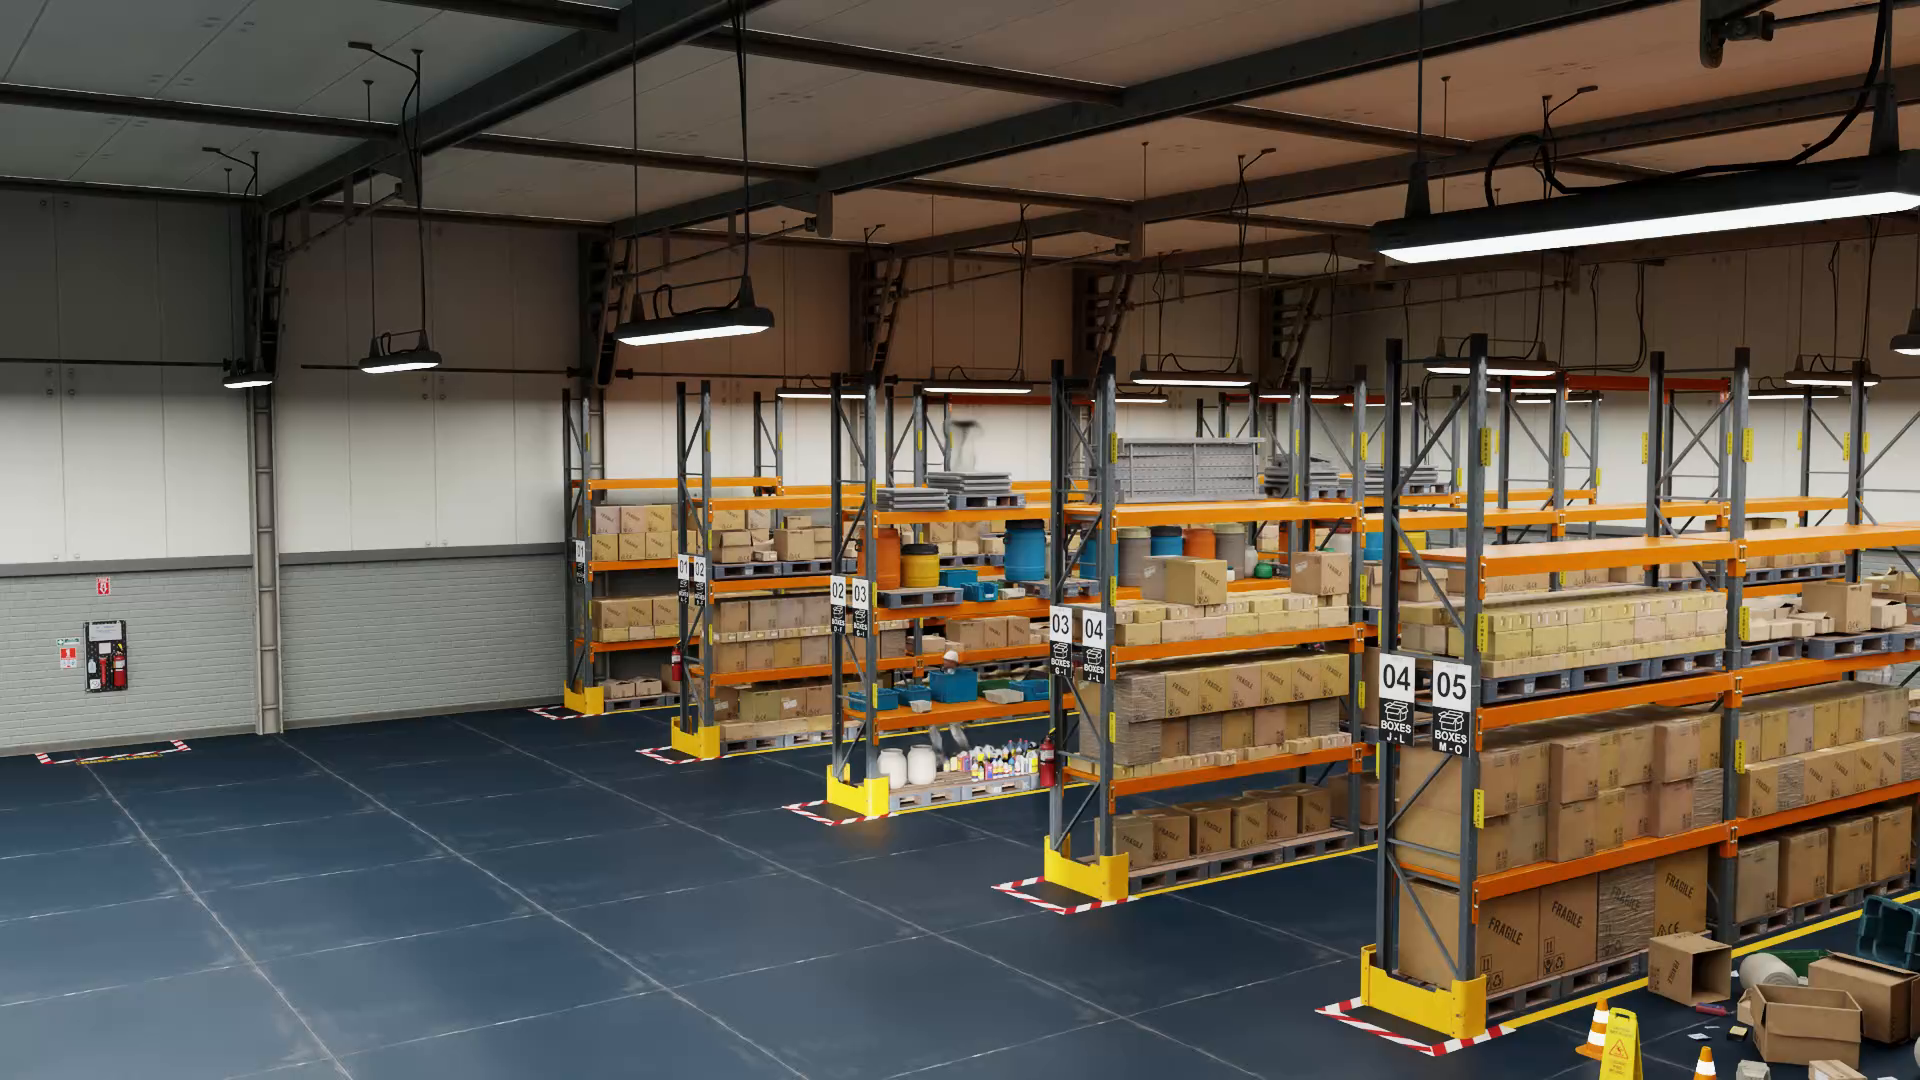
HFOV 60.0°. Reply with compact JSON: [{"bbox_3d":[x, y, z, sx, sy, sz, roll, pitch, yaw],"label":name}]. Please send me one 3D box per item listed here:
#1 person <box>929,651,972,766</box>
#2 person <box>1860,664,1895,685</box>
[{"bbox_3d":[-0.165,2.610,25.762,0.769,1.799,0.626,-3,5,-39],"label":"person"},{"bbox_3d":[15.565,2.438,28.315,0.642,1.795,0.959,0,4,1],"label":"person"}]
